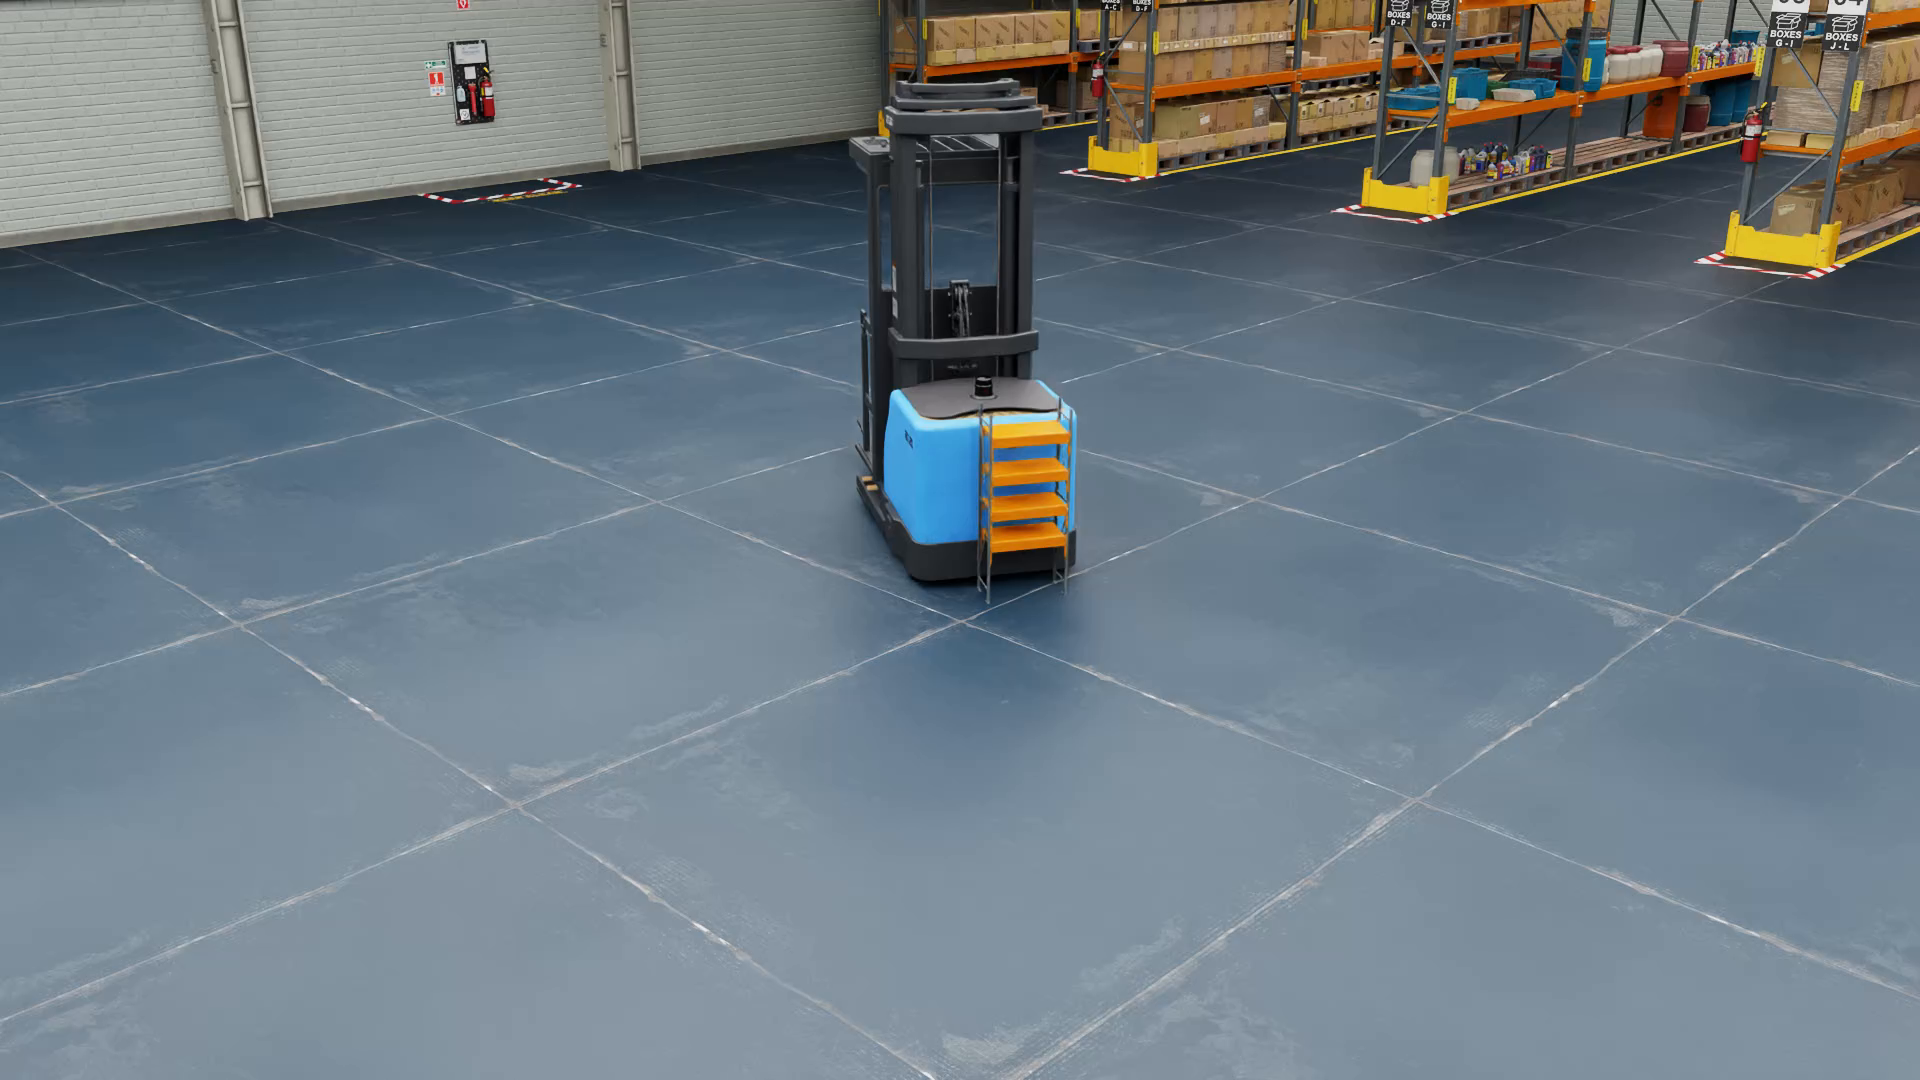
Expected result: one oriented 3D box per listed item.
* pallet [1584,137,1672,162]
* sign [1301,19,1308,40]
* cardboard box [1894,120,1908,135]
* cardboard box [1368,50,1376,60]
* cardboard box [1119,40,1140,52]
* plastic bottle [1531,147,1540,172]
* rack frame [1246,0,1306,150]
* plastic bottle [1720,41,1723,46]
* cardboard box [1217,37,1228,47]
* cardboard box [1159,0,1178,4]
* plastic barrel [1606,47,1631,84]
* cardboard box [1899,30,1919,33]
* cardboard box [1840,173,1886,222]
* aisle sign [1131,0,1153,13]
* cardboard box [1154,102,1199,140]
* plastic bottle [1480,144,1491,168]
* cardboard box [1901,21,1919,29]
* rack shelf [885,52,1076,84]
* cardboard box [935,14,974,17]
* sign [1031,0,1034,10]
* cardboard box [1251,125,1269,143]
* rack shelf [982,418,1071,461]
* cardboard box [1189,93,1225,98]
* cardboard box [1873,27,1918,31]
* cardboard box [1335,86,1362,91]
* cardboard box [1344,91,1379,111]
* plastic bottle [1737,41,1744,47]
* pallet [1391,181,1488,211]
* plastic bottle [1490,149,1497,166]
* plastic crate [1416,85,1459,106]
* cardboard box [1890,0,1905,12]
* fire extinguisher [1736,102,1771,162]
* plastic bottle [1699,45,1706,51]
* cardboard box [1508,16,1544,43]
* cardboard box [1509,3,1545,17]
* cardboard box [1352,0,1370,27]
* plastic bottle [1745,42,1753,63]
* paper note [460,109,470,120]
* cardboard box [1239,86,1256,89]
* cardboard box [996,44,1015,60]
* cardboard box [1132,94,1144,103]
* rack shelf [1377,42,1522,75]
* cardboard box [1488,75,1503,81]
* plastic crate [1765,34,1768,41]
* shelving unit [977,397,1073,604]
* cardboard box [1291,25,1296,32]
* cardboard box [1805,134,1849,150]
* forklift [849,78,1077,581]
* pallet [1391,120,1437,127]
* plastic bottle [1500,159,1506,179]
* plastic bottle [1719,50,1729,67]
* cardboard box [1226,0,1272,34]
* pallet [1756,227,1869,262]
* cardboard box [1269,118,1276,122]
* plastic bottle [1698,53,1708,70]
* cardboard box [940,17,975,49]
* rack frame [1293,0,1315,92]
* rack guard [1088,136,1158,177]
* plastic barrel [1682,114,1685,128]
[{"bbox_3d":[11.120,-6.515,27.730,1.003,0.211,1.213,19,28,41],"label":"pallet"},{"bbox_3d":[5.750,-8.521,27.745,0.100,0.325,0.005,19,28,41],"label":"sign"},{"bbox_3d":[11.450,-5.110,20.538,0.380,0.149,0.250,19,28,41],"label":"cardboard box"},{"bbox_3d":[7.292,-8.787,30.106,0.250,0.149,0.380,-18,27,-38],"label":"cardboard box"},{"bbox_3d":[2.691,-7.685,25.845,0.380,0.149,0.250,19,28,40],"label":"cardboard box"},{"bbox_3d":[8.521,-5.659,24.697,0.144,0.351,0.185,18,27,38],"label":"plastic bottle"},{"bbox_3d":[5.351,-8.218,28.275,1.000,3.000,0.127,19,28,41],"label":"rack frame"},{"bbox_3d":[13.917,-8.992,30.451,0.061,0.283,0.133,19,28,41],"label":"plastic bottle"},{"bbox_3d":[4.062,-7.981,26.615,0.380,0.149,0.250,20,28,41],"label":"cardboard box"},{"bbox_3d":[4.157,-10.857,33.485,0.380,0.149,0.250,14,25,32],"label":"cardboard box"},{"bbox_3d":[10.234,-7.421,26.010,0.433,0.535,0.433,0,21,0],"label":"plastic barrel"},{"bbox_3d":[11.982,-6.077,20.756,0.500,0.500,0.500,19,28,41],"label":"cardboard box"},{"bbox_3d":[11.368,-4.346,21.099,0.500,0.500,0.500,16,26,36],"label":"cardboard box"},{"bbox_3d":[2.735,-8.310,24.890,0.394,0.787,0.004,19,28,41],"label":"aisle sign"},{"bbox_3d":[3.442,-6.664,26.433,0.500,0.500,0.500,19,28,41],"label":"cardboard box"},{"bbox_3d":[7.906,-5.794,25.048,0.144,0.351,0.185,18,27,38],"label":"plastic bottle"},{"bbox_3d":[13.101,-6.383,22.079,1.000,1.000,1.000,19,28,41],"label":"cardboard box"},{"bbox_3d":[0.404,-8.607,30.290,1.077,0.370,4.000,19,28,41],"label":"rack shelf"},{"bbox_3d":[-0.099,-9.153,29.844,0.500,0.500,0.500,18,28,39],"label":"cardboard box"},{"bbox_3d":[1.399,-10.135,31.649,0.100,0.325,0.005,19,28,41],"label":"sign"},{"bbox_3d":[4.829,-6.831,27.913,0.500,0.250,0.500,19,28,41],"label":"cardboard box"},{"bbox_3d":[0.387,-0.596,9.846,0.480,0.148,0.258,-5,23,-14],"label":"rack shelf"},{"bbox_3d":[4.106,-7.183,27.783,0.500,0.500,0.500,19,28,41],"label":"cardboard box"},{"bbox_3d":[11.950,-6.338,21.436,0.500,0.500,0.500,19,28,41],"label":"cardboard box"},{"bbox_3d":[7.206,-8.222,30.752,0.500,0.311,0.500,18,28,39],"label":"cardboard box"},{"bbox_3d":[7.241,-7.960,30.069,0.500,0.311,0.500,19,28,40],"label":"cardboard box"},{"bbox_3d":[13.840,-8.681,29.549,0.144,0.351,0.185,19,28,41],"label":"plastic bottle"},{"bbox_3d":[6.697,-4.886,23.494,1.003,0.211,1.213,19,28,41],"label":"pallet"},{"bbox_3d":[8.023,-5.738,25.012,0.097,0.271,0.097,0,21,0],"label":"plastic bottle"},{"bbox_3d":[6.699,-6.249,23.359,0.499,0.251,0.408,19,28,41],"label":"plastic crate"},{"bbox_3d":[10.533,-6.233,19.138,0.500,0.250,0.500,18,28,39],"label":"cardboard box"},{"bbox_3d":[9.246,-4.759,19.384,0.296,0.674,0.183,19,28,41],"label":"fire extinguisher"},{"bbox_3d":[13.237,-8.714,29.739,0.152,0.276,0.135,19,28,41],"label":"plastic bottle"},{"bbox_3d":[11.483,-10.384,33.771,0.500,0.500,0.500,-19,28,-41],"label":"cardboard box"},{"bbox_3d":[11.462,-10.839,33.560,0.500,0.500,0.500,-19,28,-41],"label":"cardboard box"},{"bbox_3d":[8.784,-12.165,38.124,0.980,0.700,0.700,18,27,38],"label":"cardboard box"},{"bbox_3d":[13.943,-8.645,29.455,0.144,0.351,0.185,19,28,41],"label":"plastic bottle"},{"bbox_3d":[-7.232,-6.218,24.299,0.016,0.148,0.142,19,28,41],"label":"paper note"},{"bbox_3d":[5.813,-10.058,35.472,0.750,0.750,0.750,19,28,40],"label":"cardboard box"},{"bbox_3d":[0.643,-8.810,29.996,0.500,0.250,0.500,20,28,41],"label":"cardboard box"},{"bbox_3d":[3.356,-9.088,33.408,0.700,0.500,0.500,19,28,40],"label":"cardboard box"},{"bbox_3d":[9.537,-9.425,32.417,1.077,0.370,4.000,19,28,41],"label":"rack shelf"},{"bbox_3d":[10.442,-8.990,33.153,0.500,0.500,0.500,19,28,41],"label":"cardboard box"},{"bbox_3d":[15.733,-9.615,32.060,0.416,0.233,0.300,19,28,41],"label":"plastic crate"},{"bbox_3d":[0.384,-0.233,9.998,0.503,1.200,0.258,-5,23,-14],"label":"shelving unit"},{"bbox_3d":[7.188,-11.177,36.295,0.250,0.149,0.380,-20,28,-41],"label":"cardboard box"},{"bbox_3d":[10.026,-4.606,19.227,0.380,0.149,0.250,19,28,41],"label":"cardboard box"},{"bbox_3d":[-0.113,-1.614,11.189,1.130,2.935,3.031,-5,22,-13],"label":"forklift"},{"bbox_3d":[8.690,-8.127,31.925,1.003,0.211,1.213,19,28,41],"label":"pallet"},{"bbox_3d":[7.834,-5.357,24.021,0.097,0.271,0.097,0,21,0],"label":"plastic bottle"},{"bbox_3d":[13.189,-8.335,28.751,0.152,0.276,0.135,19,28,41],"label":"plastic bottle"},{"bbox_3d":[4.695,-8.625,27.385,0.700,0.500,0.500,19,28,41],"label":"cardboard box"},{"bbox_3d":[10.301,-3.628,20.218,1.003,0.211,1.213,19,28,41],"label":"pallet"},{"bbox_3d":[5.433,-7.310,29.159,0.500,0.250,0.500,19,28,40],"label":"cardboard box"},{"bbox_3d":[12.544,-8.097,28.133,0.152,0.276,0.135,19,28,41],"label":"plastic bottle"},{"bbox_3d":[-0.091,-8.890,29.159,0.500,0.500,0.500,19,28,41],"label":"cardboard box"},{"bbox_3d":[7.380,-11.513,36.848,1.000,3.000,0.127,19,28,41],"label":"rack frame"},{"bbox_3d":[2.544,-6.017,26.032,1.175,0.500,0.348,19,28,41],"label":"rack guard"},{"bbox_3d":[12.347,-7.338,28.867,0.421,0.512,0.421,0,21,0],"label":"plastic barrel"}]
